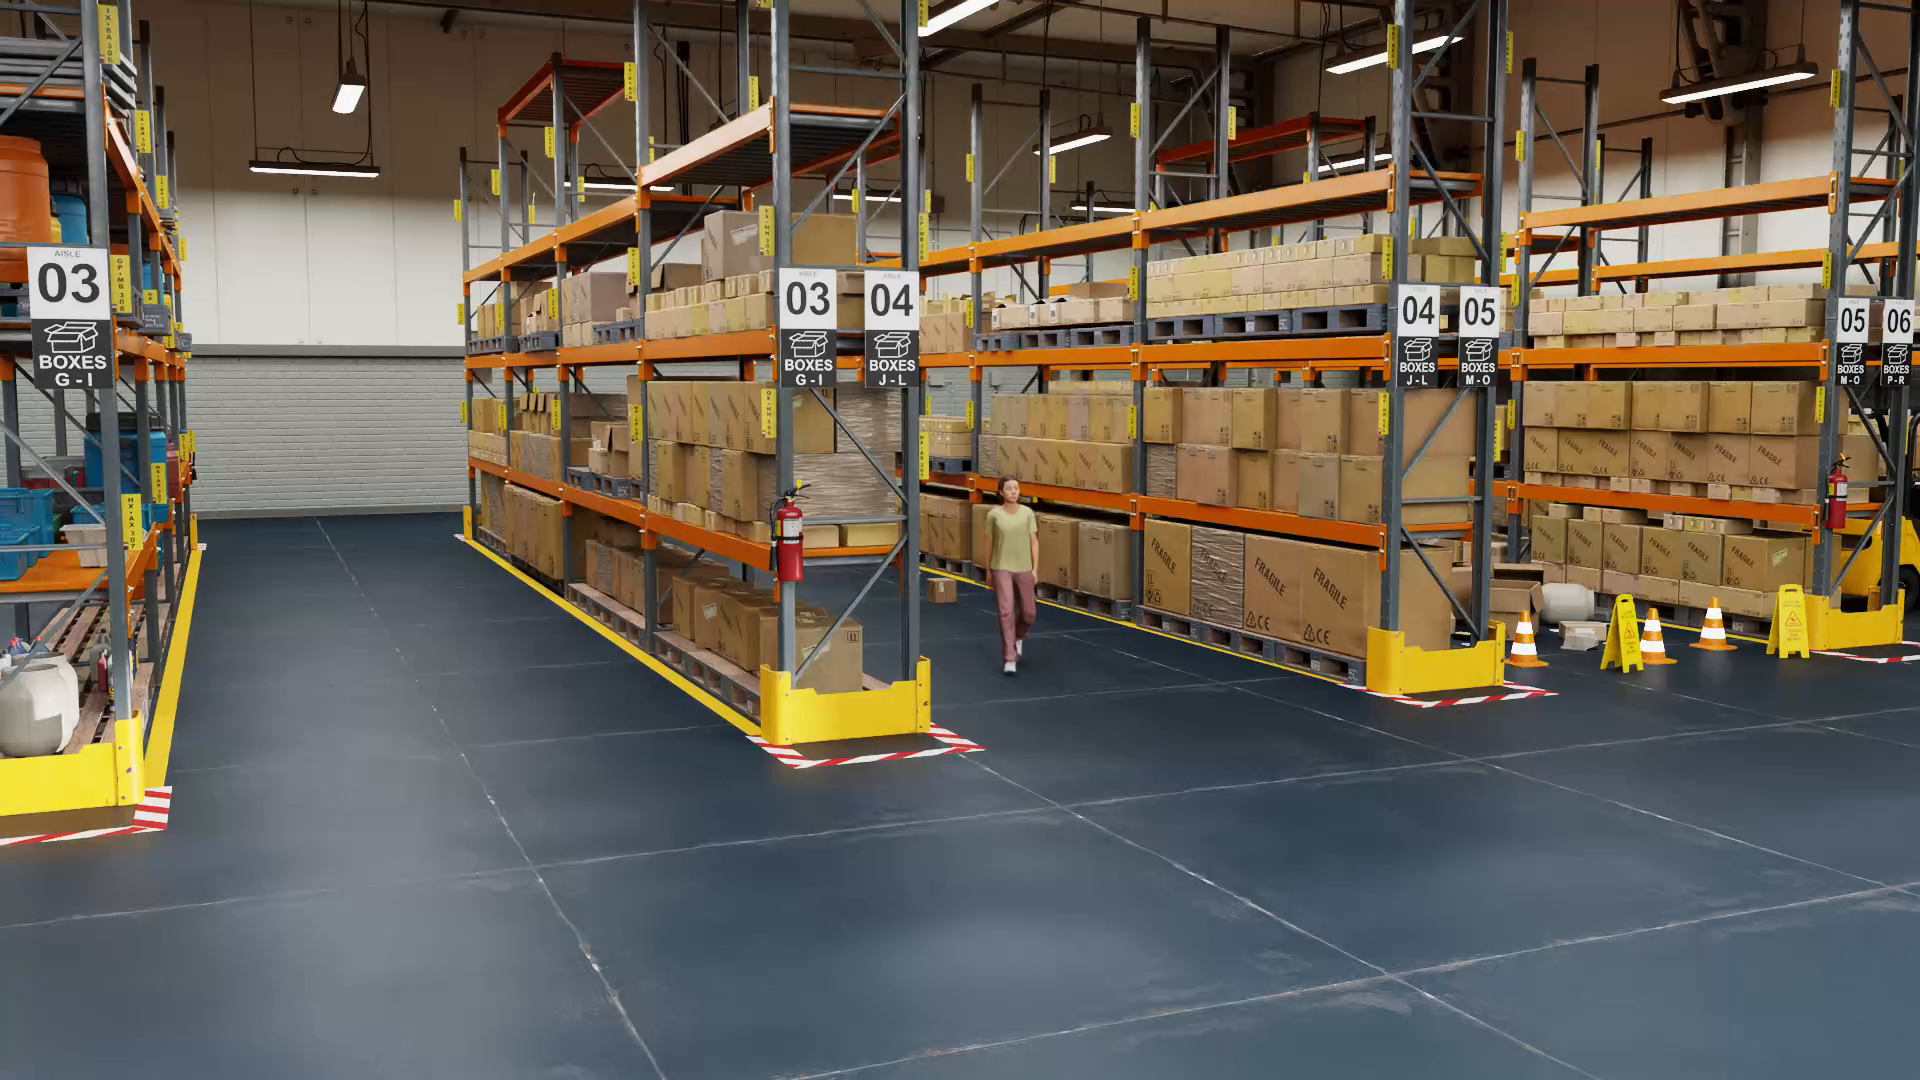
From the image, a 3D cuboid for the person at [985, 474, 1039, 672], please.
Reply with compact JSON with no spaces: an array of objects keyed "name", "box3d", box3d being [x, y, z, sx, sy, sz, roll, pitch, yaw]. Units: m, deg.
[{"name":"person","box3d":[0.442,0.279,14.117,0.457,1.616,0.748,0,5,-5]}]
